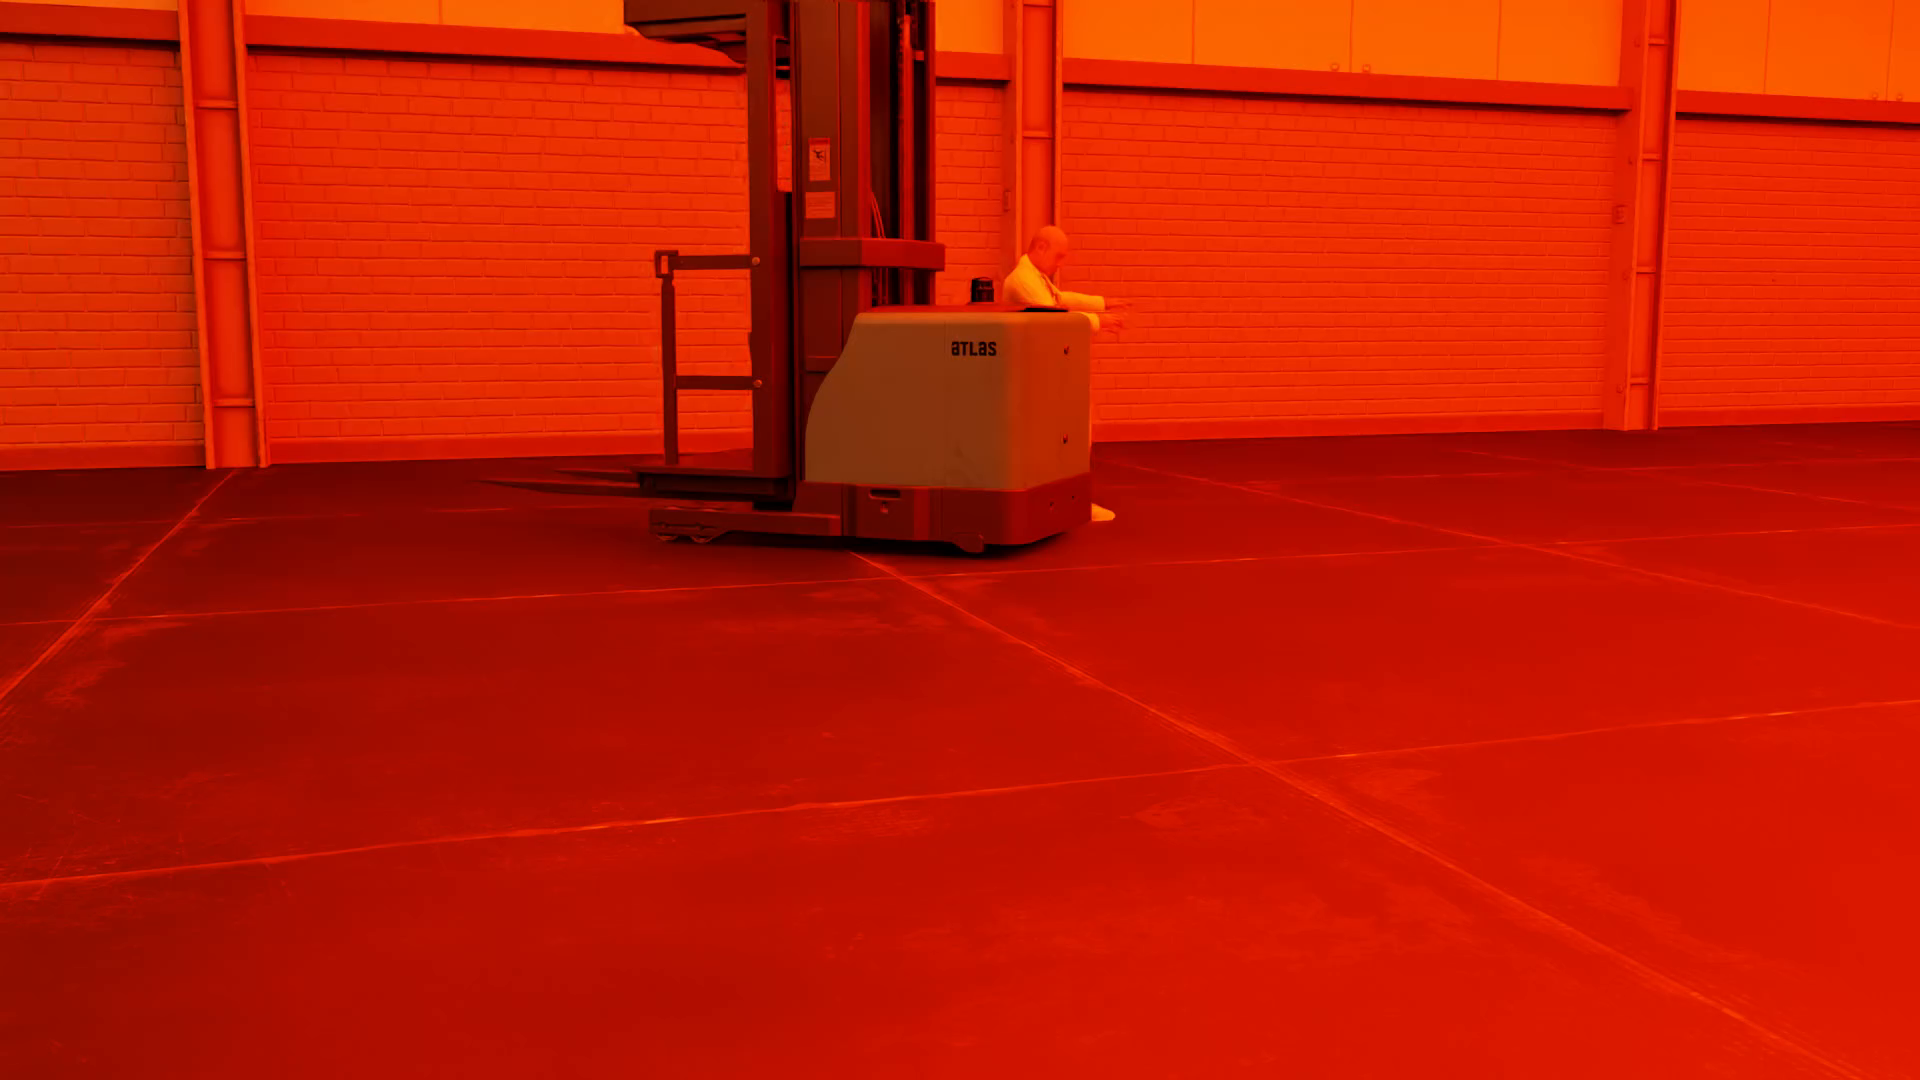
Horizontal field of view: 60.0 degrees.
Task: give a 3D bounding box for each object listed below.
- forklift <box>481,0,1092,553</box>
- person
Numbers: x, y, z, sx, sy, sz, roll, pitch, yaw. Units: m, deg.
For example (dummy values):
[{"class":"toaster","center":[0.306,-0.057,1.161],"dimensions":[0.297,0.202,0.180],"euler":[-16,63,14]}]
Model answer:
[{"class":"forklift","center":[-0.927,-1.498,8.059],"dimensions":[3.031,2.935,1.130],"euler":[3,8,22]},{"class":"person","center":[0.576,-0.947,9.203],"dimensions":[0.702,1.558,1.250],"euler":[1,8,11]}]
